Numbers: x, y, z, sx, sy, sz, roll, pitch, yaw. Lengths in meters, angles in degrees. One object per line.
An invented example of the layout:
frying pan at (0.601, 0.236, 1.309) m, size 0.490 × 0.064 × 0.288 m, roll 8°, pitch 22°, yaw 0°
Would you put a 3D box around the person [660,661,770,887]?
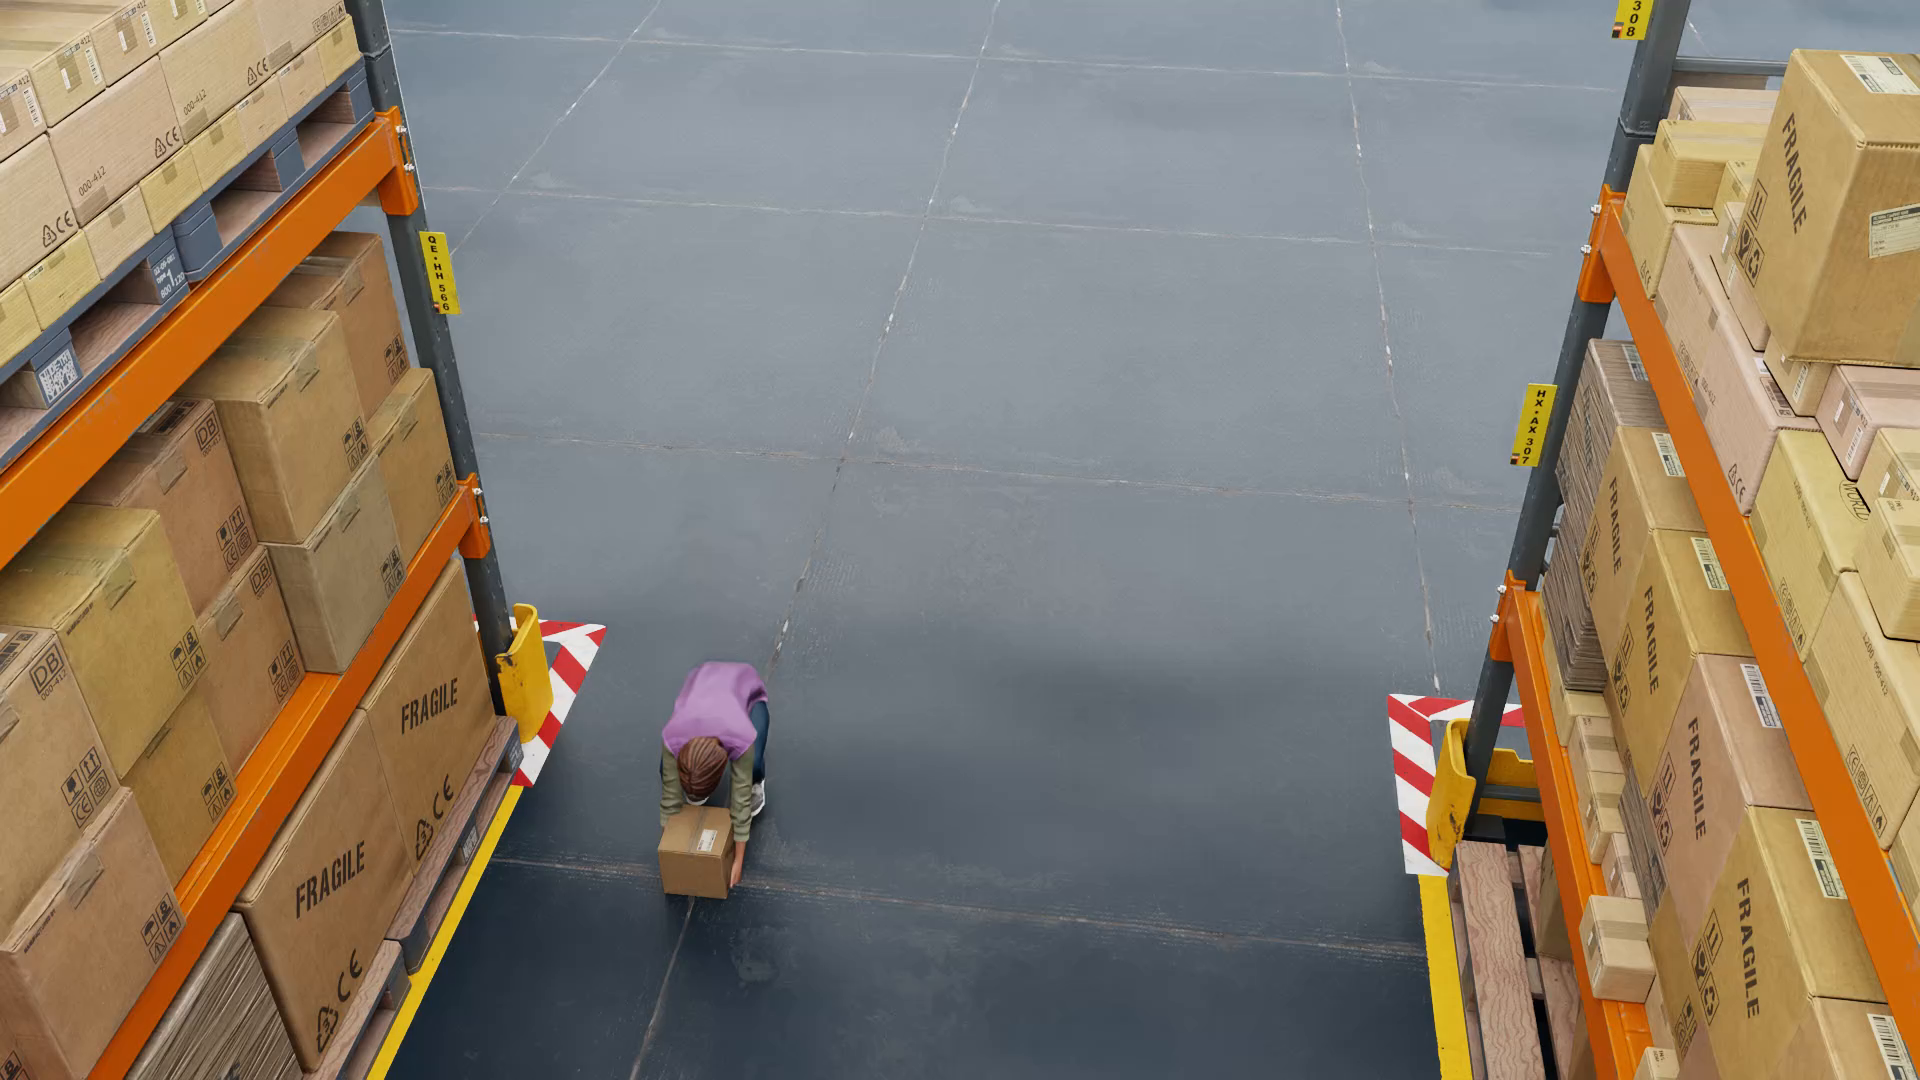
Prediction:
person at (-0.980, 0.884, 6.677) m, size 0.423 × 0.715 × 0.847 m, roll 4°, pitch 37°, yaw 5°
